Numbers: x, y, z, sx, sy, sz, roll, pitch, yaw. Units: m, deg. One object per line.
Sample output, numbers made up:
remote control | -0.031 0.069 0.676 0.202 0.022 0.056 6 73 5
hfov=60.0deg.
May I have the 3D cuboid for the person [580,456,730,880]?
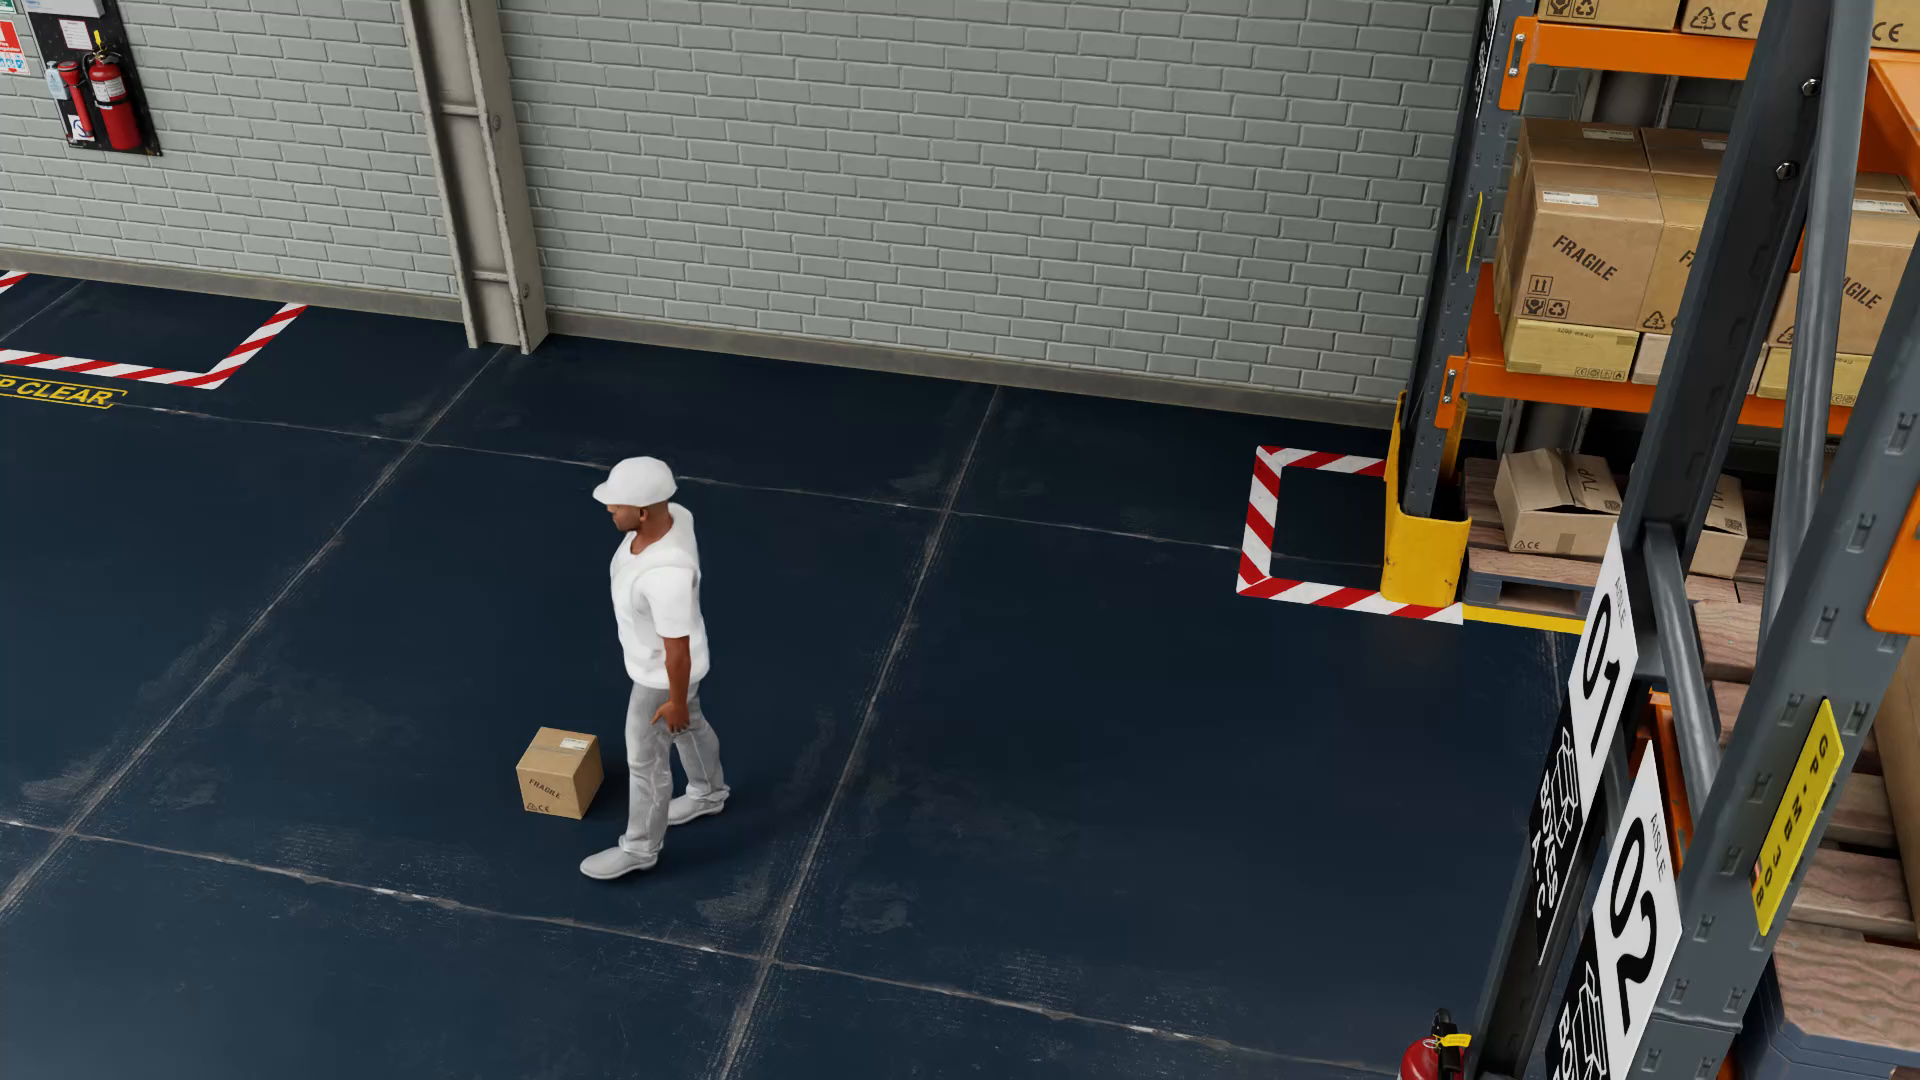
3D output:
person | -1.240 0.462 6.307 0.617 1.768 0.586 -6 37 -9
